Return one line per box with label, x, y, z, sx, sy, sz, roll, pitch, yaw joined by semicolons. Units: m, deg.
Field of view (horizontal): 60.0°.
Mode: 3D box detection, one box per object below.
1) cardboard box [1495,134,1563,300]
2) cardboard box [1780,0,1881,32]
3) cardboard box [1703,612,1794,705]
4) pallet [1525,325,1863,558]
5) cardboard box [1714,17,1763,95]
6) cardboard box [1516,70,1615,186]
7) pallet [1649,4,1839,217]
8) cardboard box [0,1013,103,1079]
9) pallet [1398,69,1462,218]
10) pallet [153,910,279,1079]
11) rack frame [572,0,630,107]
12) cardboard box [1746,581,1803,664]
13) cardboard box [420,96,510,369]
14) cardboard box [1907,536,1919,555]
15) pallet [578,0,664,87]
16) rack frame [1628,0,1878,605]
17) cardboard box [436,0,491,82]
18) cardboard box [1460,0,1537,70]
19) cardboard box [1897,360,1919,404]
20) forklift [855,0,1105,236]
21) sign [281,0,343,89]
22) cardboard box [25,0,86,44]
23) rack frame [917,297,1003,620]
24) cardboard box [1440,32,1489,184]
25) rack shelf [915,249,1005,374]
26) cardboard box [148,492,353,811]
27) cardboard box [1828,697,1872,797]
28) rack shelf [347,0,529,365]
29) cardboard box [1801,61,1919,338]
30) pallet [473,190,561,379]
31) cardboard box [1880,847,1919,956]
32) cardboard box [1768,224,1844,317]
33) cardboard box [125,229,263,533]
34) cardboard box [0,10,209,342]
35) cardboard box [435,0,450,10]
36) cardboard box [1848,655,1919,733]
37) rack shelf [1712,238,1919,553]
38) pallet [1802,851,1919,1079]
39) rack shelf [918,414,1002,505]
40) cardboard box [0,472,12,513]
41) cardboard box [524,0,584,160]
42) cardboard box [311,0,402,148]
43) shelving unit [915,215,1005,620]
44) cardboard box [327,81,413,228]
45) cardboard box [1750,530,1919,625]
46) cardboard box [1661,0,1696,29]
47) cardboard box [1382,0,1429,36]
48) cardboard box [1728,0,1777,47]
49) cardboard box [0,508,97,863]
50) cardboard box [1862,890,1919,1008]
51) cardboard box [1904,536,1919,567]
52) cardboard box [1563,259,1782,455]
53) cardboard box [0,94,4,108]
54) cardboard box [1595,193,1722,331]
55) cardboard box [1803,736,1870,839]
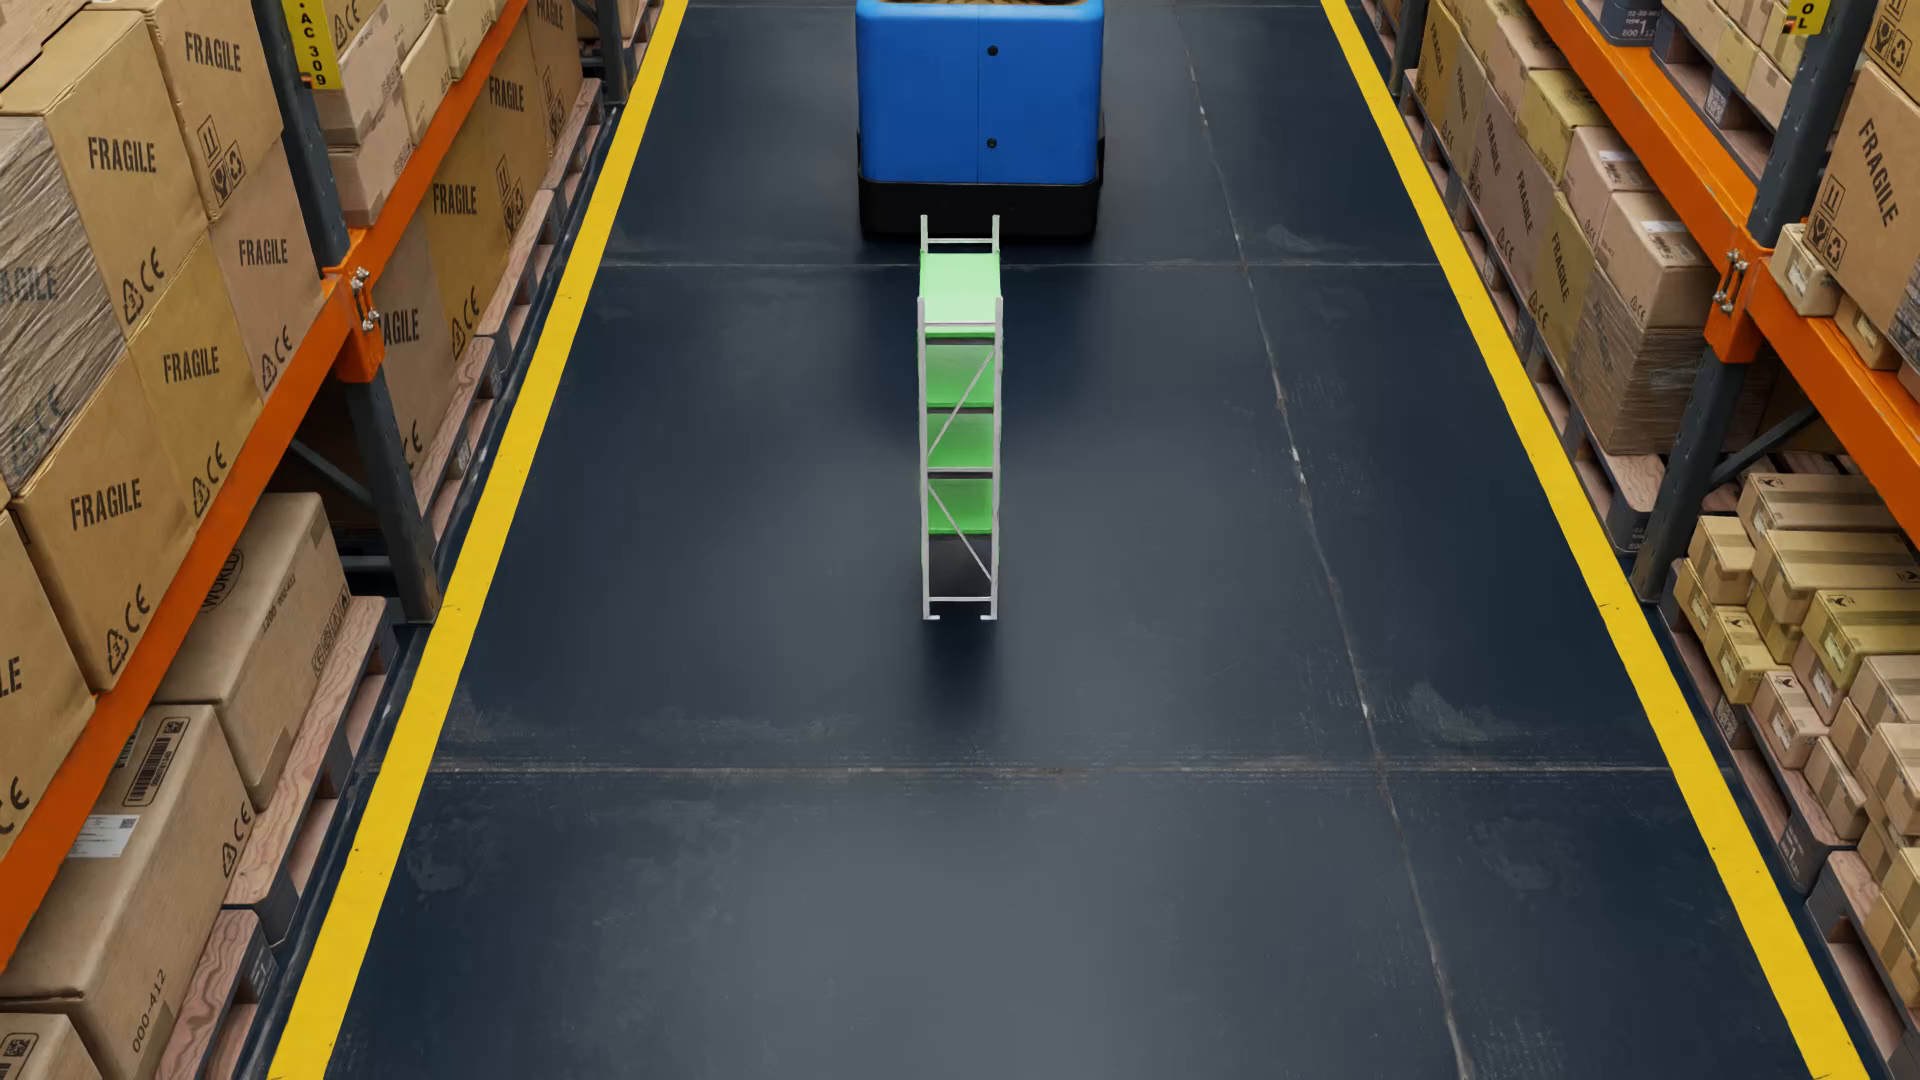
cardboard box;2.493;-1.288;6.622;0.500;0.500;0.500;-1;39;-1
cardboard box;2.547;-1.545;4.668;0.380;0.149;0.250;2;39;2
cardboard box;2.422;0.347;4.862;0.380;0.149;0.250;1;39;1
pallet;2.740;-0.394;6.073;1.003;0.211;1.213;0;39;0
cardboard box;2.543;-1.472;5.054;0.380;0.149;0.250;0;39;0
cardboard box;2.487;-1.594;6.404;0.500;0.250;0.500;-2;39;-2
pallet;2.887;-1.399;5.250;1.003;0.211;1.213;0;39;0
cardboard box;-2.313;1.423;3.288;0.875;0.438;0.875;1;39;1
pallet;2.737;-1.920;7.977;1.003;0.211;1.213;0;39;0
pallet;-2.281;1.400;3.835;1.003;0.211;1.213;0;39;0
rack frame;-2.212;-3.430;7.632;1.000;3.000;0.127;0;39;0
cardboard box;2.513;0.222;4.780;0.380;0.149;0.250;0;39;0
cardboard box;-2.297;-1.216;6.232;0.875;0.875;0.875;1;39;1
cardboard box;3.003;-0.057;4.891;0.380;0.149;0.250;1;39;1
pallet;-2.211;-2.831;9.114;1.003;0.211;1.213;0;39;0
rack frame;2.742;-0.996;4.594;1.000;3.000;0.127;0;39;0
cardboard box;-1.931;-1.790;5.705;0.500;0.250;0.500;0;39;0
cardboard box;2.497;-2.230;7.197;0.500;0.250;0.500;0;39;-1
cardboard box;2.543;-0.392;4.041;0.380;0.149;0.250;-2;39;-2
forklift;0.132;-3.380;7.624;1.130;2.935;3.031;1;39;2
sign;-1.652;-1.299;4.217;0.100;0.325;0.005;0;39;0
cardboard box;-2.007;-1.098;3.323;0.380;0.149;0.250;0;39;0
rack frame;0.000;-0.212;5.055;0.240;1.200;0.015;0;39;0
cardboard box;2.488;-1.929;7.421;0.500;0.500;0.500;0;39;0
rack shelf;0.000;-0.689;4.985;0.258;0.148;0.480;0;39;0
cardboard box;-2.314;0.300;4.690;0.875;0.438;0.875;-1;39;-1
cardboard box;2.547;0.543;4.380;0.380;0.149;0.250;-2;39;-2
rack shelf;-2.210;-1.899;6.296;1.077;0.370;4.000;0;39;0
cardboard box;2.491;-0.841;4.083;0.500;0.500;0.500;-1;39;-1
pallet;-2.288;-1.088;6.939;1.003;0.211;1.213;0;39;0
cardboard box;2.460;0.873;3.968;0.380;0.149;0.250;0;39;0
cardboard box;2.416;-0.720;4.451;0.380;0.149;0.250;1;39;2
cardboard box;-1.945;-0.356;3.716;0.500;0.500;0.500;-1;39;-1
cardboard box;-1.938;-0.746;3.403;0.500;0.500;0.500;-1;39;-1
cardboard box;-1.929;-1.982;5.545;0.500;0.250;0.500;0;39;1
cardboard box;2.549;0.430;4.283;0.380;0.149;0.250;-1;39;-1
rack shelf;2.745;0.536;3.258;1.077;0.370;4.000;0;39;0
pallet;2.783;1.277;3.987;1.003;0.211;1.213;0;39;0
rack shelf;0.000;-0.315;5.286;0.258;0.148;0.480;0;39;0
cardboard box;-1.936;-0.114;2.614;0.500;0.500;0.500;0;39;0
cardboard box;-2.294;-2.333;7.626;0.875;0.875;0.875;0;39;0
cardboard box;-1.926;-1.341;4.745;0.500;0.250;0.500;-1;39;-1
shelving unit;0.000;-0.365;5.246;0.258;1.200;0.503;0;39;0
cardboard box;-1.944;-1.146;4.901;0.500;0.250;0.500;-1;39;-1
cardboard box;2.477;0.109;4.684;0.380;0.149;0.250;2;39;2
cardboard box;2.545;-1.785;5.444;0.380;0.149;0.250;-2;39;-2
cardboard box;2.827;-3.164;8.763;1.050;0.750;0.750;-1;39;-1
cardboard box;2.543;-1.591;4.964;0.380;0.149;0.250;0;39;0
cardboard box;-1.945;0.285;2.915;0.500;0.500;0.500;1;39;1
cardboard box;2.464;0.992;4.057;0.380;0.149;0.250;-1;39;-1
cardboard box;3.061;0.034;5.015;0.380;0.149;0.250;1;39;1
cardboard box;2.490;-0.647;5.821;0.500;0.500;0.500;-1;39;-1
cardboard box;-1.952;-0.783;2.930;0.380;0.149;0.250;0;39;0
cardboard box;2.489;-0.942;5.591;0.500;0.250;0.500;-1;39;-1
cardboard box;2.524;0.661;4.470;0.380;0.149;0.250;-1;39;-1
